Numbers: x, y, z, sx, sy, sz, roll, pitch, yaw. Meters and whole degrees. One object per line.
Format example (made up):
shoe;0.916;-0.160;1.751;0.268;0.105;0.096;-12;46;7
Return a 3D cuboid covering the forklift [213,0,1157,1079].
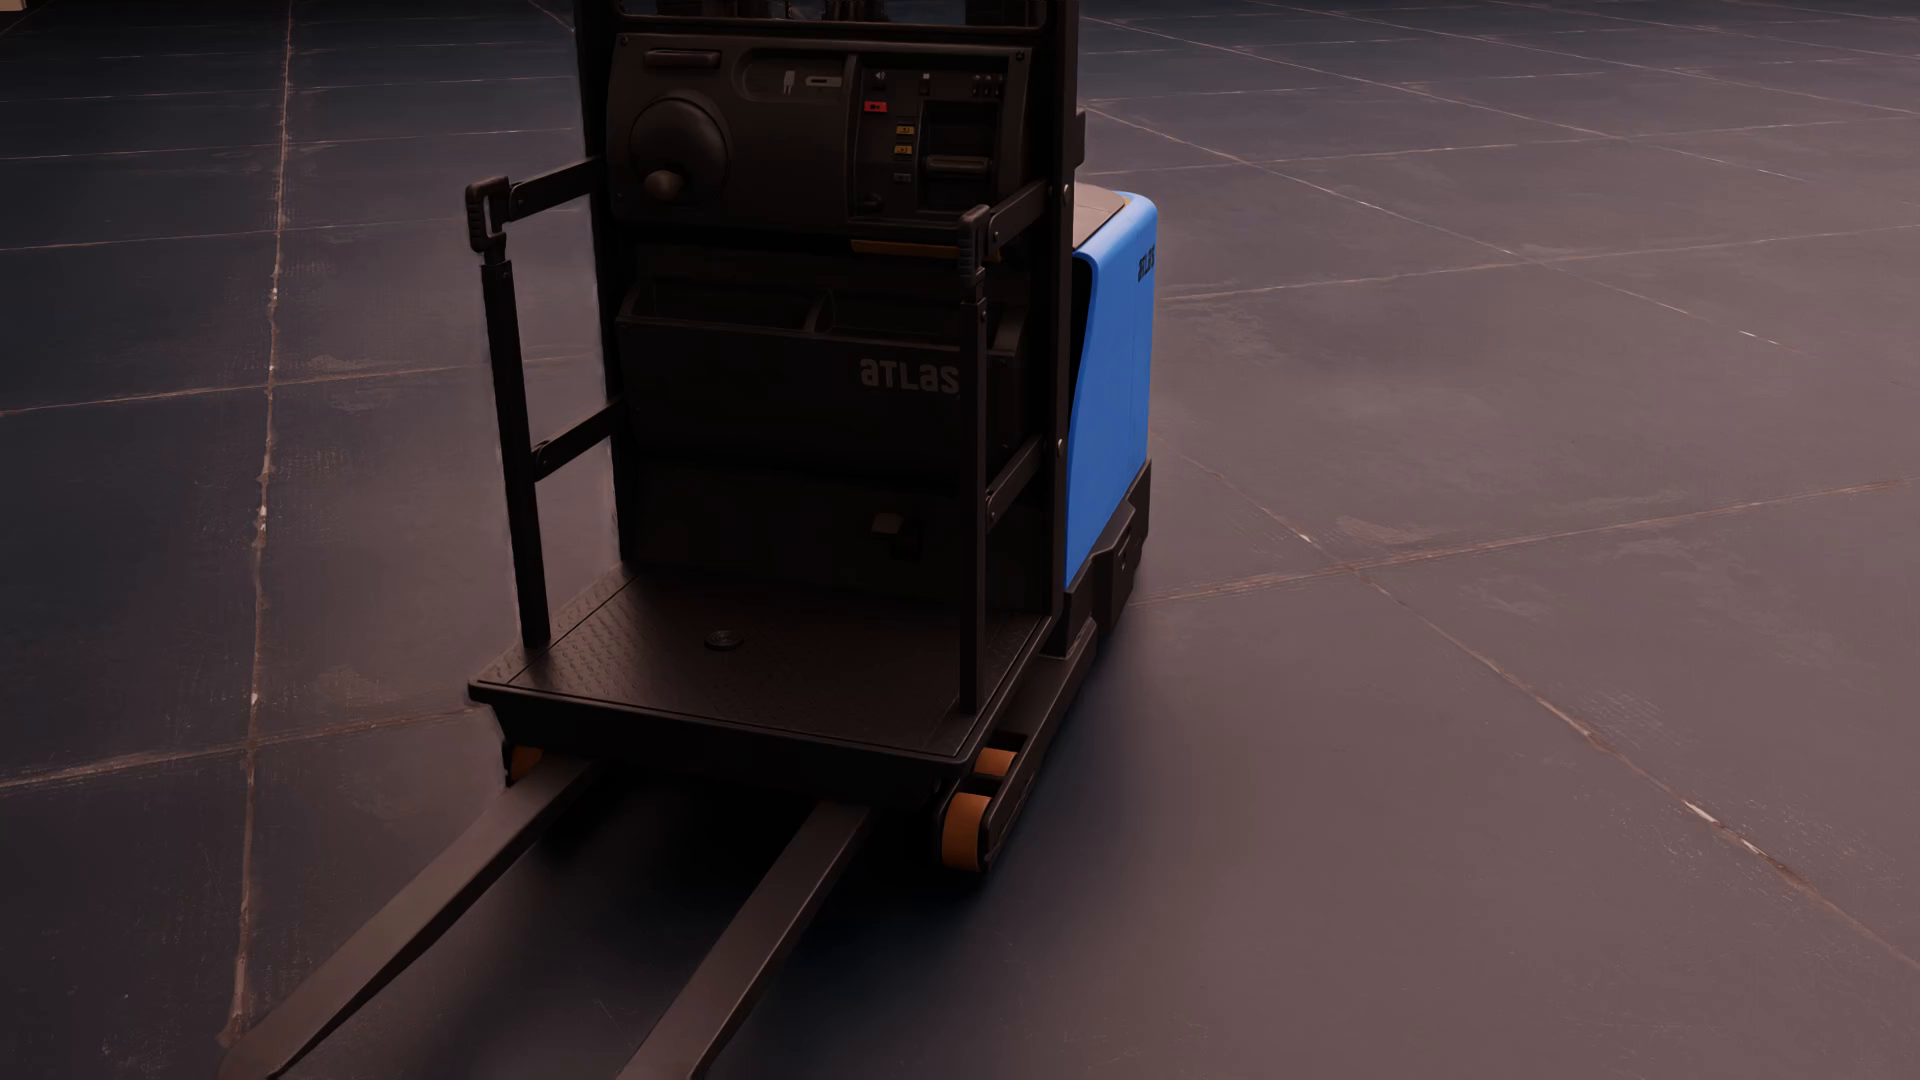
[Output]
forklift;-0.369;-0.835;3.285;1.130;2.935;3.031;7;24;16
